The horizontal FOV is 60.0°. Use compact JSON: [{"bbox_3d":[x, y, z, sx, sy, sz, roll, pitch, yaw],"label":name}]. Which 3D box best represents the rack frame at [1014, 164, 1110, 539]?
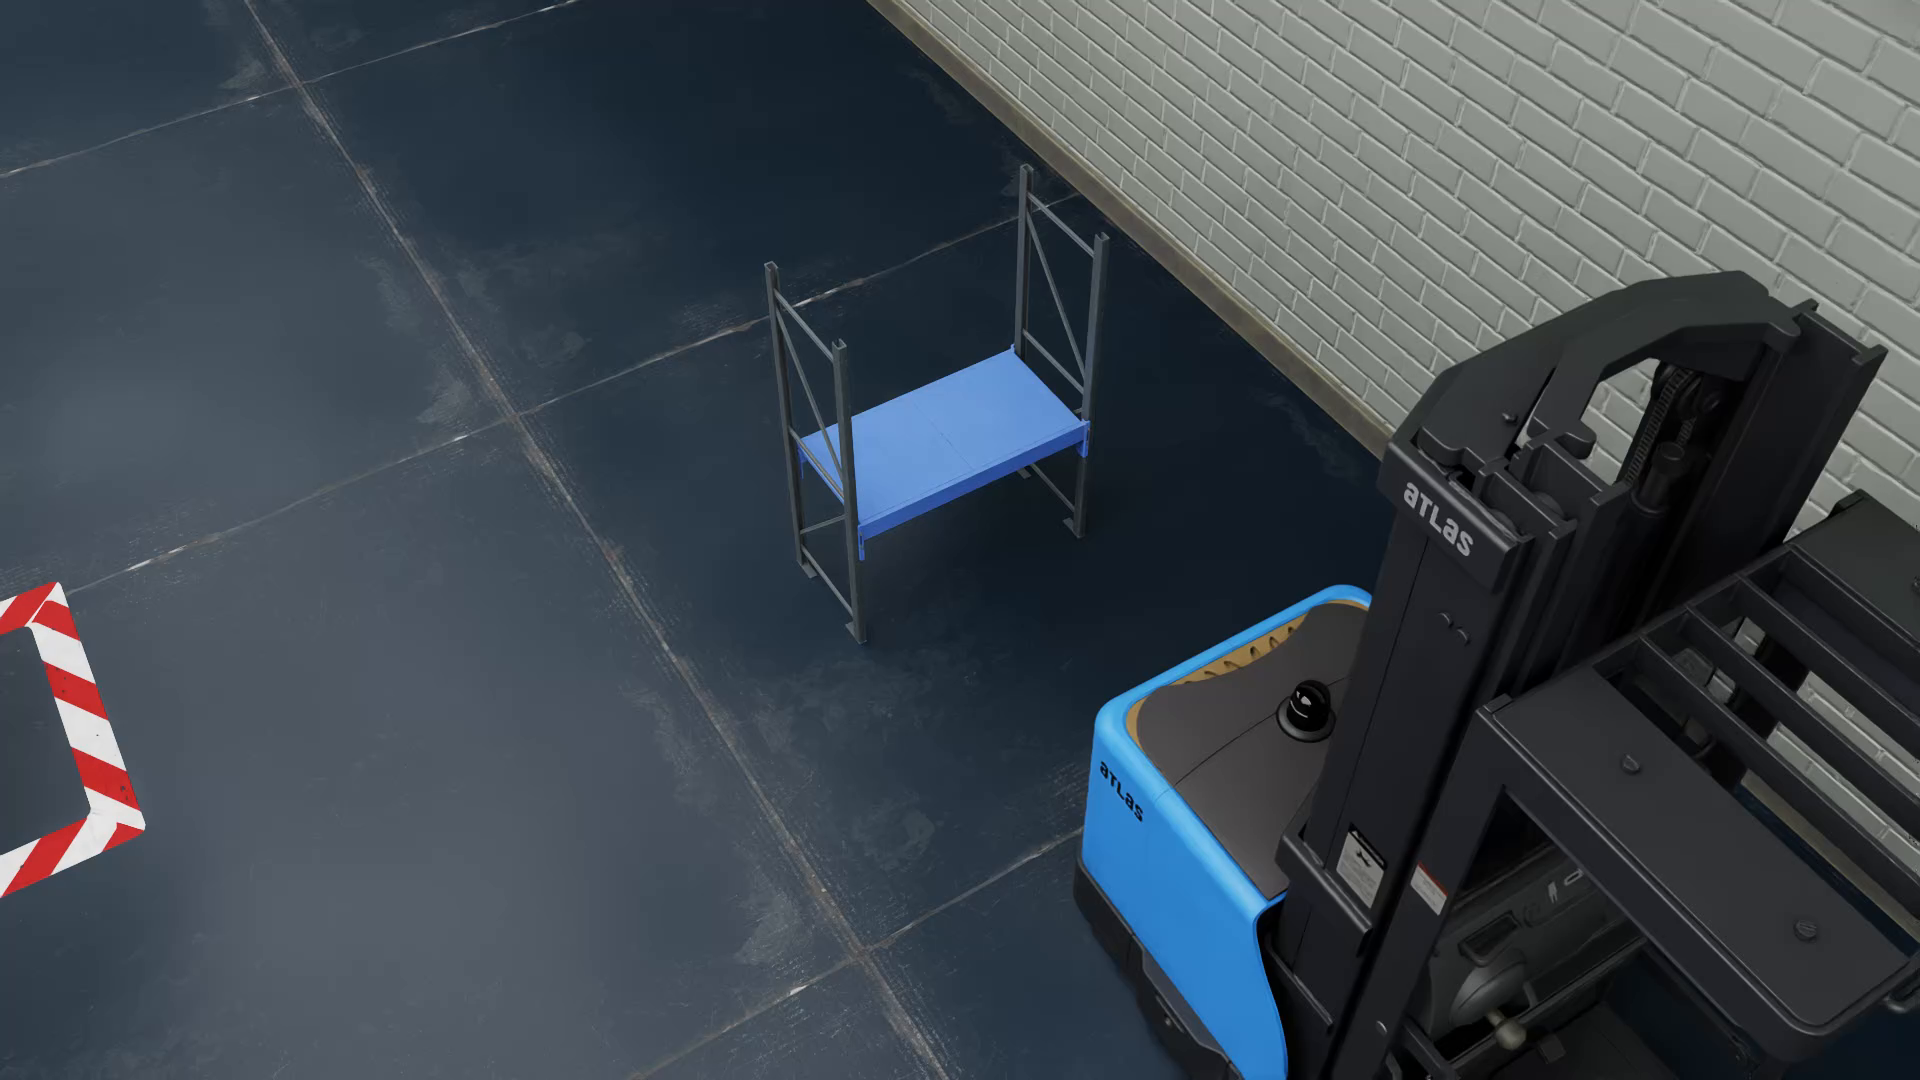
[{"bbox_3d":[0.358,-0.667,6.285,0.032,1.500,0.500,-25,53,-21],"label":"rack frame"}]

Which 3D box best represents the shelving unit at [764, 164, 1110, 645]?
[{"bbox_3d":[-0.072,-0.465,6.105,1.048,1.500,0.538,-25,53,-21],"label":"shelving unit"}]

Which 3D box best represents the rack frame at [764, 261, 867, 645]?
[{"bbox_3d":[-0.502,-0.262,5.925,0.032,1.500,0.500,-25,53,-21],"label":"rack frame"}]

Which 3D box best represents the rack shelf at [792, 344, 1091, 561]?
[{"bbox_3d":[-0.072,-0.345,6.239,1.000,0.185,0.538,-25,53,-21],"label":"rack shelf"}]

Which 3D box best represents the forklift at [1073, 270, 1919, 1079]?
[{"bbox_3d":[1.577,0.981,3.859,1.130,2.935,3.031,-25,53,-20],"label":"forklift"}]
